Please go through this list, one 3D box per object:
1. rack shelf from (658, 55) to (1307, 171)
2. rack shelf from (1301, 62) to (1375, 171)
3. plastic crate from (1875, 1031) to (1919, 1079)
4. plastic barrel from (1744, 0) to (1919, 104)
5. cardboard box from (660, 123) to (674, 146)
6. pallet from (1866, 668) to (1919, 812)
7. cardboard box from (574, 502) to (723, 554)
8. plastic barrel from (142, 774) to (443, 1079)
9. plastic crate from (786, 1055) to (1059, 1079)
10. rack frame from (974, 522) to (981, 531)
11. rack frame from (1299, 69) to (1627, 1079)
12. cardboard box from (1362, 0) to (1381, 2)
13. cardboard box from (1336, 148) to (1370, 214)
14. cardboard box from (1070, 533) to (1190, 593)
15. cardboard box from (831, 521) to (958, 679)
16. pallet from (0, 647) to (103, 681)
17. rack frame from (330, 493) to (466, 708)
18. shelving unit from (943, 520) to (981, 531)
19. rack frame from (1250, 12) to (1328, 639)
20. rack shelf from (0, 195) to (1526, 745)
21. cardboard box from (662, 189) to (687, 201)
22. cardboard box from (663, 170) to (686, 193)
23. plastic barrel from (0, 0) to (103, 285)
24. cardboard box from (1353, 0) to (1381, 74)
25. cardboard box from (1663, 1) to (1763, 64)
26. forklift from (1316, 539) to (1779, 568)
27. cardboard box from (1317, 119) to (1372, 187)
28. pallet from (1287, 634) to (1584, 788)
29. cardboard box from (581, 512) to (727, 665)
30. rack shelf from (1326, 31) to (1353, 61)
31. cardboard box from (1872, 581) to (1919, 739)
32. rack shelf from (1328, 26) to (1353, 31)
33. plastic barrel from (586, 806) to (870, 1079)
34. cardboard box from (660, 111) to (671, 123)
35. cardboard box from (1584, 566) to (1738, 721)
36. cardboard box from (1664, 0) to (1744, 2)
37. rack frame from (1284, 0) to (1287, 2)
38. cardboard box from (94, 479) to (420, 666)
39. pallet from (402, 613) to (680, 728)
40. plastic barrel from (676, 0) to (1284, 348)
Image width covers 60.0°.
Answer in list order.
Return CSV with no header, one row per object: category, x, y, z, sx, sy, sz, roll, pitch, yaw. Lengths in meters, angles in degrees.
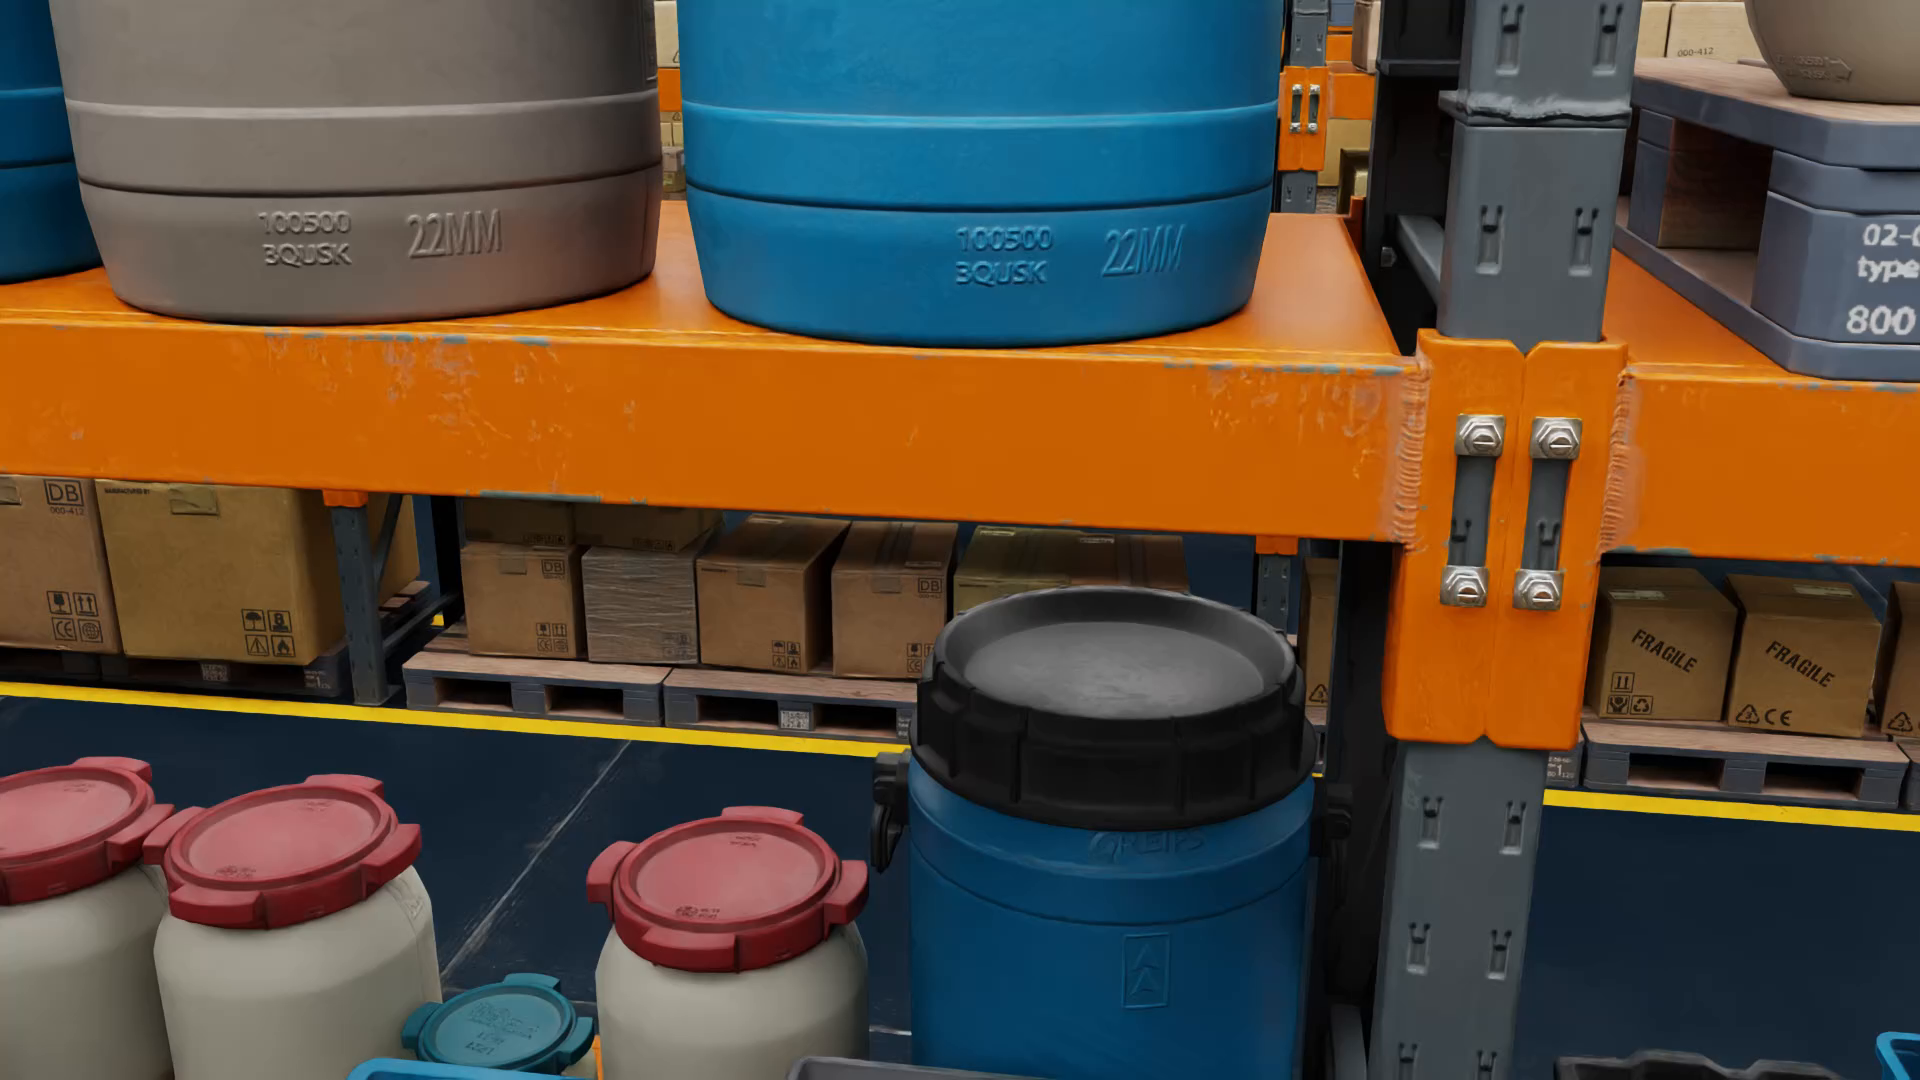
rack shelf,-0.633,-1.802,6.868,4.000,0.370,1.077,3,19,9
rack shelf,3.316,-1.601,6.266,4.000,0.370,1.077,3,19,9
plastic crate,1.692,0.973,2.402,0.616,0.251,0.499,3,19,9
plastic barrel,0.950,-0.660,1.482,0.421,0.512,0.421,0,18,0
cardboard box,-3.083,-4.107,16.798,0.500,0.250,0.500,2,19,7
pallet,4.419,0.848,6.936,1.213,0.211,1.003,3,19,9
cardboard box,-1.416,-0.152,7.595,0.500,0.250,0.500,5,19,15
plastic barrel,-1.078,0.714,2.729,0.433,0.535,0.433,0,18,0
plastic crate,0.029,0.973,2.067,0.583,0.464,0.402,3,19,9
rack frame,0.105,-0.564,9.597,0.006,1.200,0.240,3,19,9
rack frame,0.556,0.932,2.291,0.127,3.000,1.000,3,19,9
cardboard box,1.613,-2.047,6.076,0.250,0.149,0.380,2,19,7
cardboard box,1.829,-1.346,6.897,0.500,0.500,0.500,3,19,9
cardboard box,0.739,0.319,7.368,0.500,0.500,0.700,1,19,4
cardboard box,-0.282,0.261,7.541,0.500,0.500,0.700,1,19,4
pallet,-4.575,0.376,8.348,1.213,0.211,1.003,3,19,9
rack frame,-2.608,-0.821,7.530,0.127,3.000,1.000,3,19,9
shelving unit,0.014,-0.568,9.611,0.189,1.200,0.258,3,19,9
rack frame,1.341,-0.620,6.928,0.127,3.000,1.000,3,19,9
rack shelf,-1.419,-0.250,2.230,4.000,0.370,1.077,3,19,9
cardboard box,-2.131,-2.536,12.389,0.250,0.149,0.380,3,19,8
cardboard box,-2.167,-2.678,12.346,0.250,0.149,0.380,4,19,11
plastic barrel,-1.272,-0.752,1.805,0.708,0.901,0.600,3,19,9
cardboard box,1.745,-1.868,6.169,0.500,0.250,0.500,2,19,7
cardboard box,2.757,-1.815,6.009,0.500,0.250,0.500,2,19,6
forklift,3.549,-1.250,8.919,3.031,2.935,1.130,2,19,7
cardboard box,2.587,-2.723,11.275,0.550,0.550,0.875,3,19,9
pallet,2.010,0.725,7.303,1.213,0.211,1.003,3,19,9
cardboard box,-1.394,0.207,7.703,0.500,0.500,0.700,1,19,4
rack shelf,4.203,-3.149,10.895,4.000,0.370,1.077,3,19,9
cardboard box,4.081,0.512,6.824,0.500,0.500,0.500,8,20,23
rack shelf,4.888,-4.705,15.545,4.000,0.370,1.077,3,19,9
plastic barrel,-0.354,0.750,2.619,0.433,0.535,0.433,0,18,0
cardboard box,-3.084,-4.470,16.701,0.500,0.500,0.500,3,19,8
cardboard box,2.922,0.432,7.062,0.500,0.500,0.500,1,19,4
cardboard box,2.650,-1.995,5.920,0.250,0.149,0.380,3,19,8
rack frame,2.228,-5.014,10.605,0.127,3.000,1.000,3,19,9
cardboard box,-3.286,-0.054,7.924,0.875,0.875,1.225,2,19,6
pallet,-1.837,0.541,7.854,1.213,0.211,1.003,3,19,9
plastic barrel,0.019,-0.686,1.609,0.708,0.901,0.600,3,19,9
